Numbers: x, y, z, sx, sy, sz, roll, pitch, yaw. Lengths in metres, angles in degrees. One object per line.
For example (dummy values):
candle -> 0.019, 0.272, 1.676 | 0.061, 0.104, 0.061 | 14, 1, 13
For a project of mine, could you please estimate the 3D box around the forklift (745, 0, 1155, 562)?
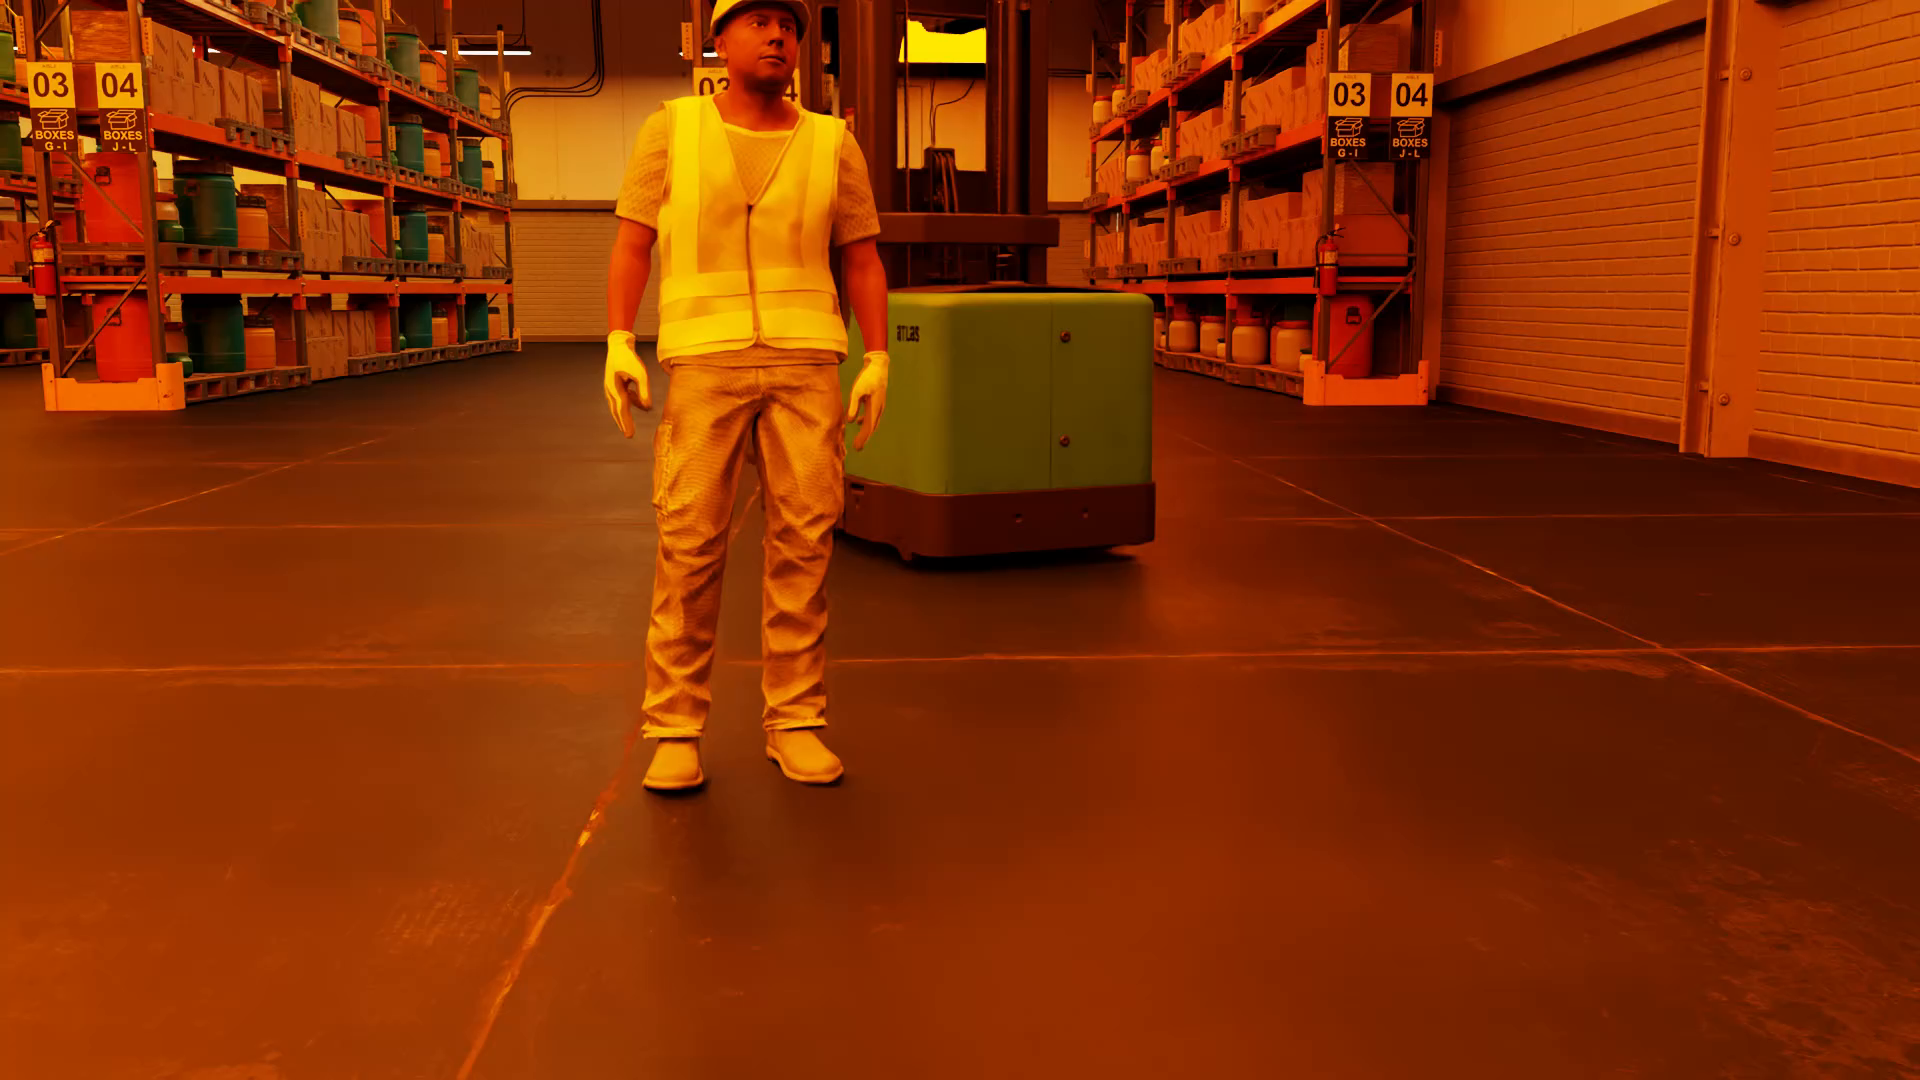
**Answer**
forklift -> -0.296, -1.540, 7.704 | 1.130, 2.935, 3.031 | -4, 9, -25

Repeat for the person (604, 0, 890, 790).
person -> -0.462, -0.366, 3.715 | 0.651, 1.793, 0.515 | -2, 9, -13
